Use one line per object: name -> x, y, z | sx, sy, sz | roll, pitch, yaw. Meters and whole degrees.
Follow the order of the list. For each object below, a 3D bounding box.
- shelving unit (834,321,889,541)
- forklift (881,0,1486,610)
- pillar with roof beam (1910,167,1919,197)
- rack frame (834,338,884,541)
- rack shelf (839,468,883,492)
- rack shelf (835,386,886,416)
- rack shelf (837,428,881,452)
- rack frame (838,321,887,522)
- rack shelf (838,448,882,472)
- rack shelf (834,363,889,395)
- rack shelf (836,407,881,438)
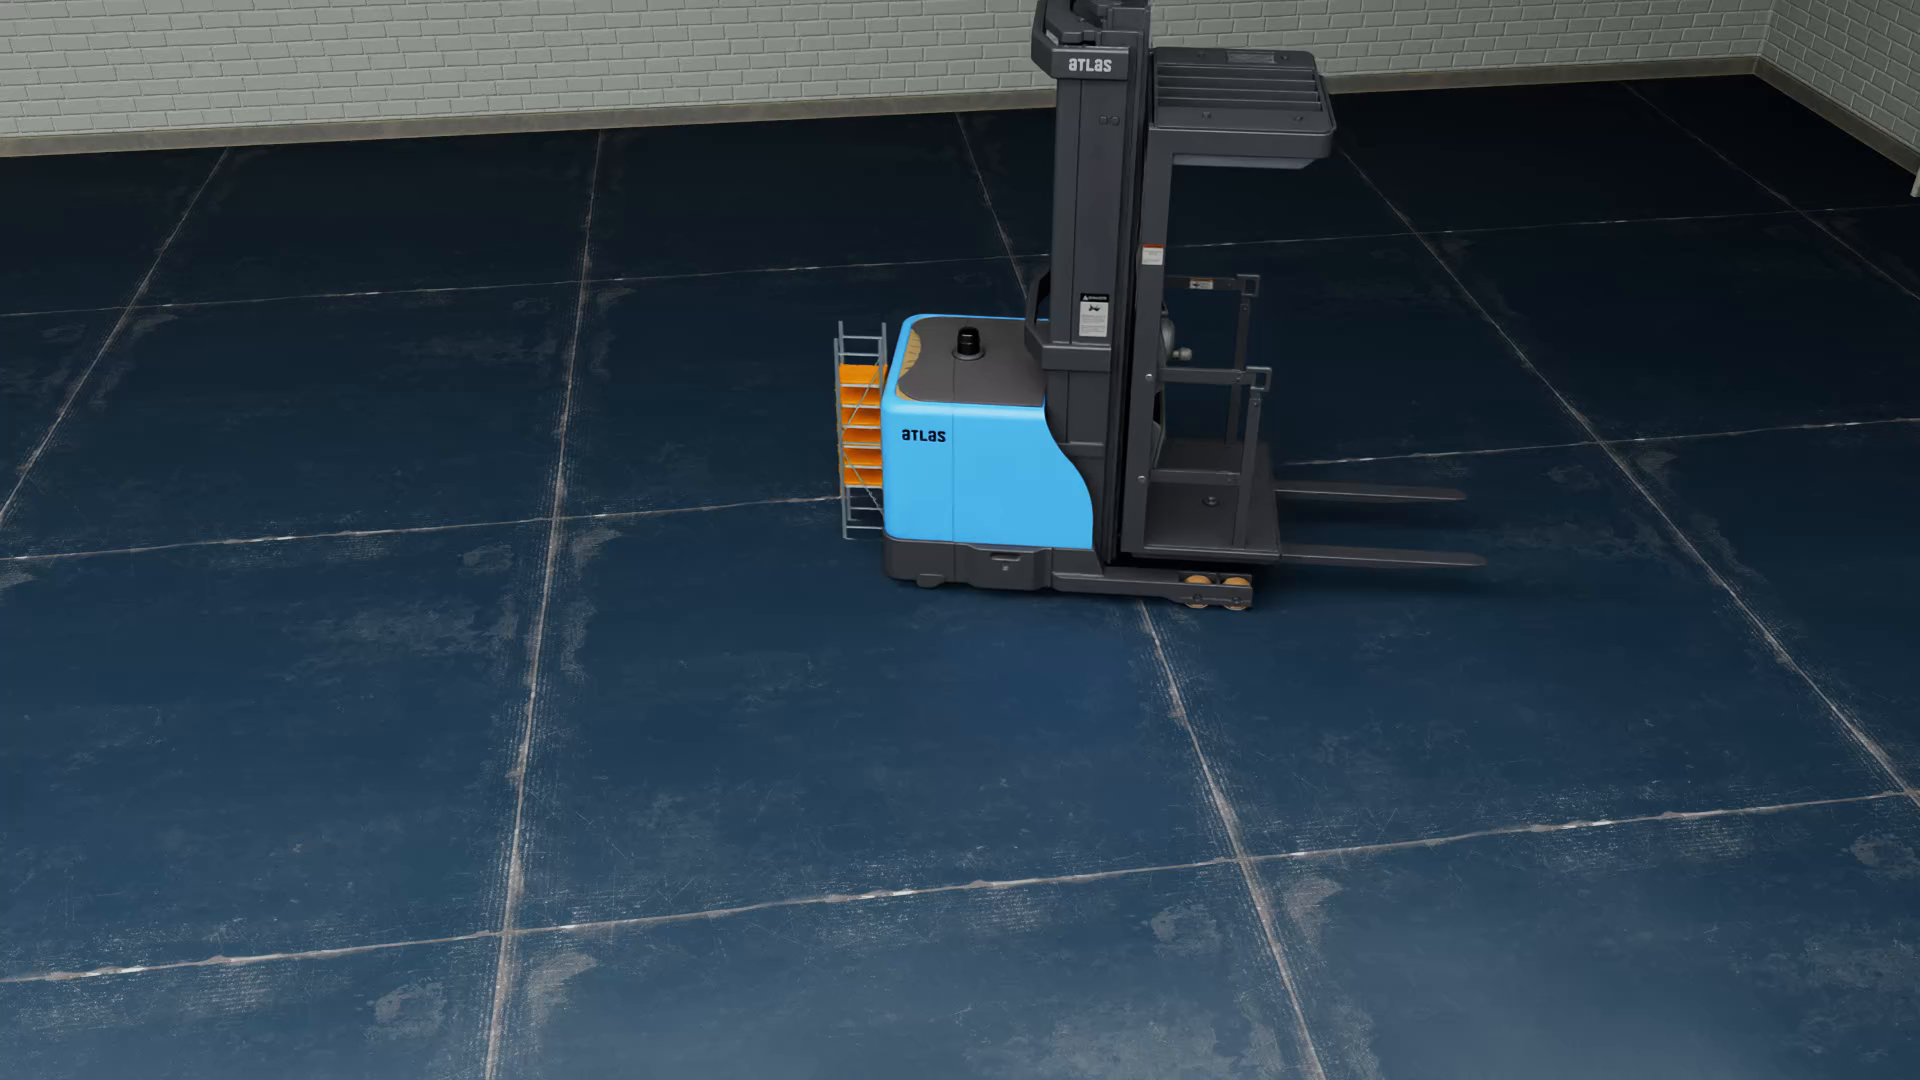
shelving unit -> -0.497, -0.547, 8.615 | 0.258, 1.200, 0.189 | 2, 34, 3
forklift -> 1.154, -1.172, 7.996 | 3.031, 2.935, 1.130 | 3, 34, 4
pillar with roof beam -> 3.213, -5.953, 9.623 | 9.100, 9.000, 0.400 | -4, 35, -6
rack frame -> -0.504, -0.495, 8.540 | 0.240, 1.200, 0.006 | 2, 34, 3
rack shelf -> -0.497, -0.312, 8.775 | 0.258, 0.103, 0.180 | 2, 34, 3
rack shelf -> -0.497, -0.708, 8.505 | 0.258, 0.103, 0.180 | 2, 34, 3
rack shelf -> -0.497, -0.510, 8.640 | 0.258, 0.103, 0.180 | 2, 34, 3
rack frame -> -0.491, -0.598, 8.691 | 0.240, 1.200, 0.006 | 2, 34, 3
rack shelf -> -0.497, -0.411, 8.708 | 0.258, 0.103, 0.180 | 2, 34, 3
rack shelf -> -0.497, -0.807, 8.438 | 0.258, 0.103, 0.180 | 2, 34, 3
rack shelf -> -0.497, -0.609, 8.573 | 0.258, 0.103, 0.180 | 2, 34, 3
